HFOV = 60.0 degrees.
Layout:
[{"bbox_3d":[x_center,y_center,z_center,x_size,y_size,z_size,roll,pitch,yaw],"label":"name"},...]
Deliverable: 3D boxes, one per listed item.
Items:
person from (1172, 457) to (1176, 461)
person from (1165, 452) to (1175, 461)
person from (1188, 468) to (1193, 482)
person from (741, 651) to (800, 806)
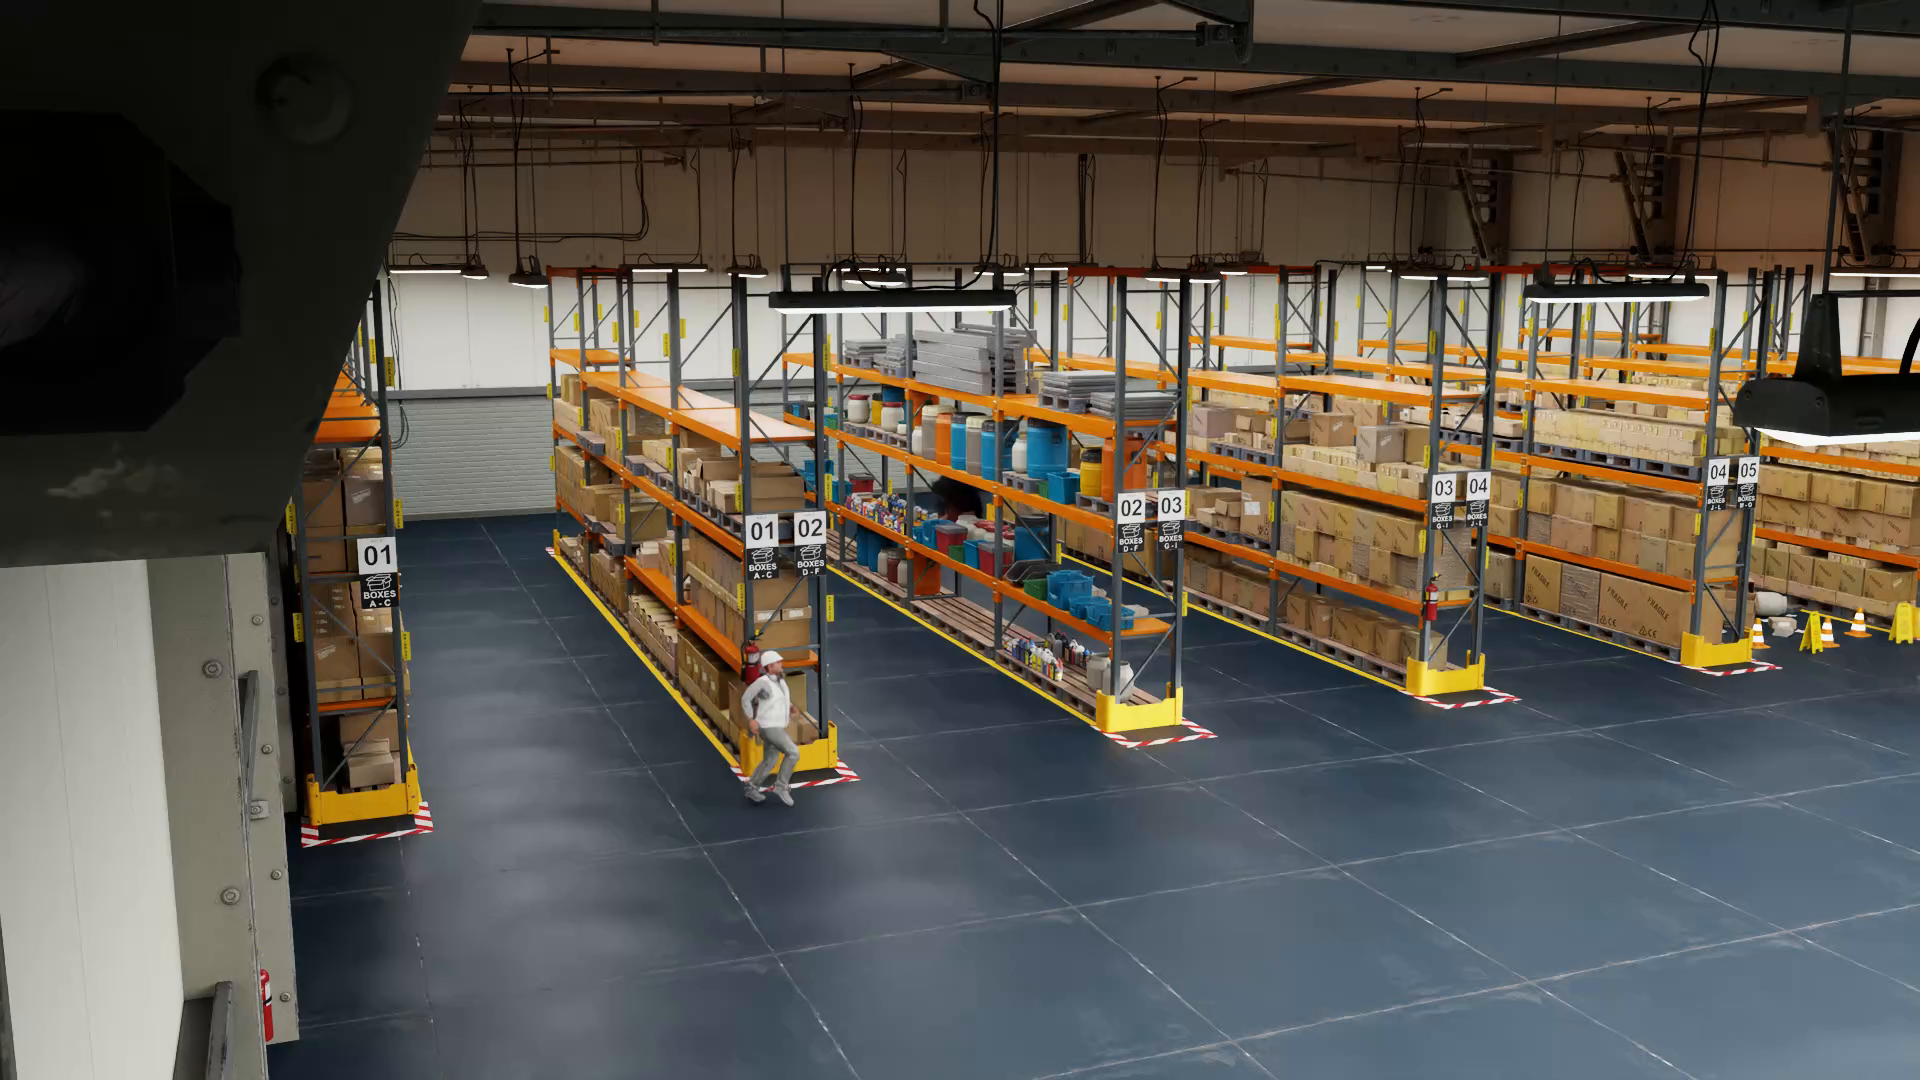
[{"bbox_3d":[4.884,-1.050,37.914,0.620,1.711,0.849,-2,10,-13],"label":"person"},{"bbox_3d":[5.202,-1.726,41.548,0.649,1.738,0.748,-8,13,-37],"label":"person"},{"bbox_3d":[5.585,-1.680,41.577,0.513,1.623,0.610,0,10,0],"label":"person"},{"bbox_3d":[-2.143,2.149,19.245,0.700,1.732,0.641,2,10,14],"label":"person"}]
